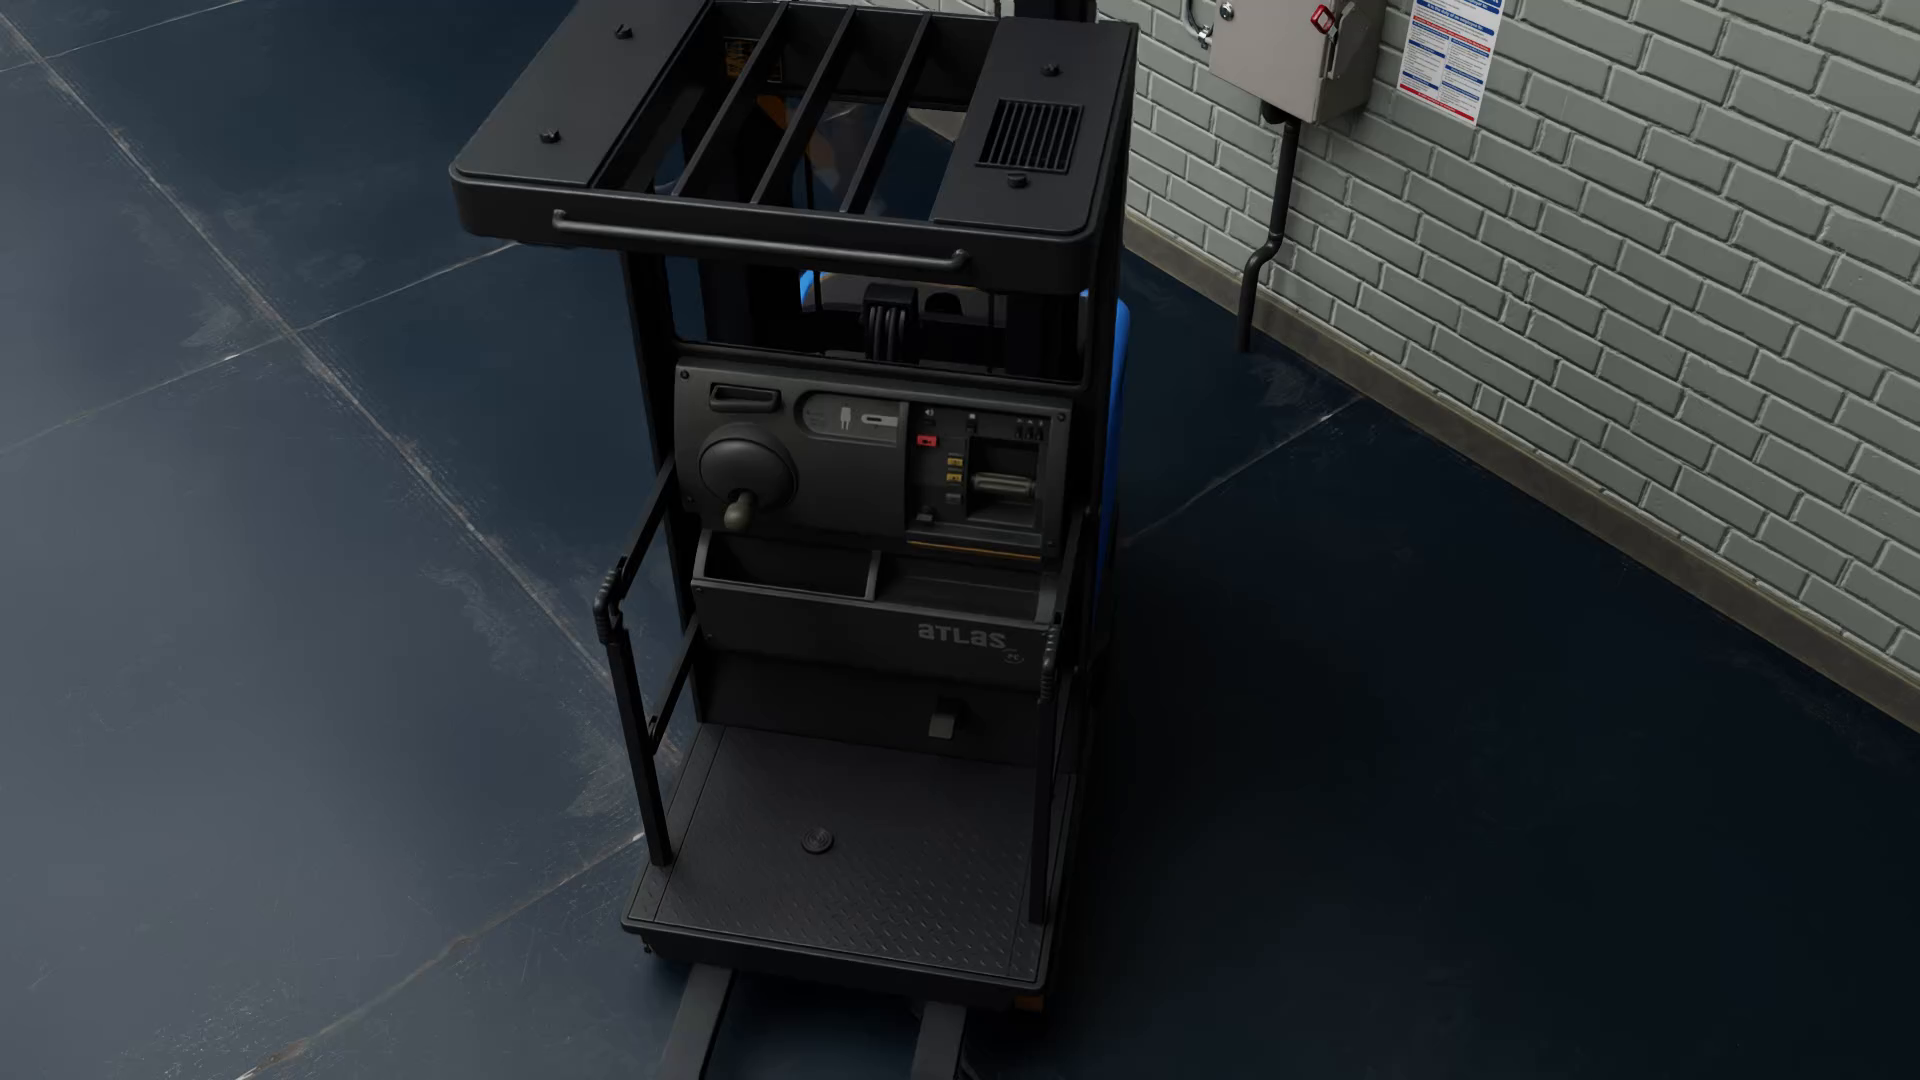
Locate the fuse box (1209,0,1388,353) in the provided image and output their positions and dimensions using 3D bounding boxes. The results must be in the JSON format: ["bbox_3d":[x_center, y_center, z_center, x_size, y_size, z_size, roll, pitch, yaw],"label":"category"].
[{"bbox_3d":[1.102,-1.350,5.938,0.414,1.711,0.539,-30,51,-28],"label":"fuse box"}]

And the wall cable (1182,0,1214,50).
[{"bbox_3d":[0.785,-2.618,5.604,0.122,1.984,0.588,-30,51,-28],"label":"wall cable"}]

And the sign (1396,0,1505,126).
[{"bbox_3d":[1.578,-1.617,5.350,0.001,0.494,0.329,-30,51,-28],"label":"sign"}]

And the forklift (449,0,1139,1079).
[{"bbox_3d":[-0.246,-0.094,3.710,1.130,2.935,3.031,7,44,7],"label":"forklift"}]
